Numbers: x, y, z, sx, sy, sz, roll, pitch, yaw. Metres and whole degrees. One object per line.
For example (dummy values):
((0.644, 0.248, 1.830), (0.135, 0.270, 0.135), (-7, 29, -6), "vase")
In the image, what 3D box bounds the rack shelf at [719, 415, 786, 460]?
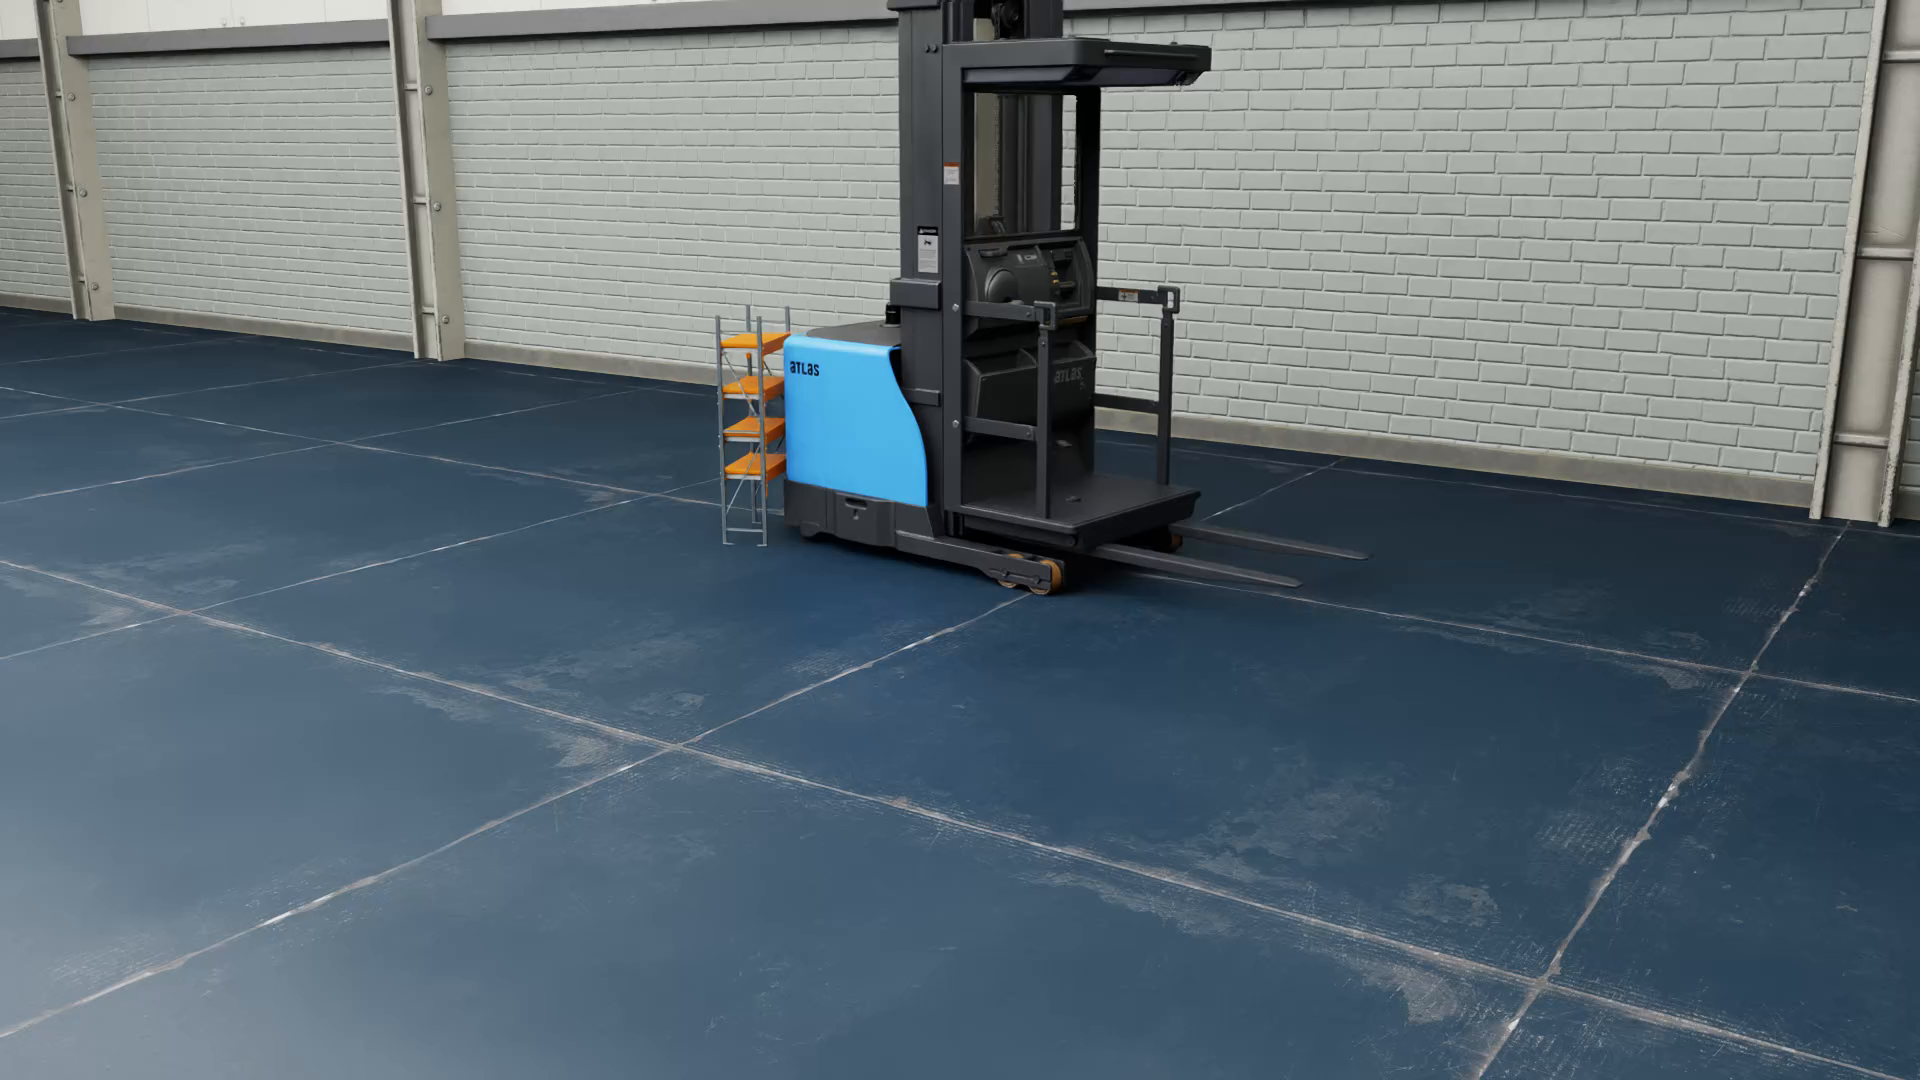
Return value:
((-1.076, -0.546, 8.812), (0.258, 0.148, 0.480), (3, 14, 11), "rack shelf")

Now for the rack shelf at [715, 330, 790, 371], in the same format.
((-1.076, -0.993, 8.702), (0.258, 0.148, 0.480), (3, 14, 11), "rack shelf")

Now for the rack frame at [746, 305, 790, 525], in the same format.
((-1.028, -0.669, 9.029), (0.240, 1.200, 0.015), (3, 14, 11), "rack frame")

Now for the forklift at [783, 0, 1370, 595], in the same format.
((0.508, -1.306, 8.000), (3.031, 2.935, 1.130), (12, 18, 39), "forklift")

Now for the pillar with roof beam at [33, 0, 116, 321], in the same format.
((-12.326, -6.052, 14.543), (0.400, 9.000, 9.100), (9, 17, 33), "pillar with roof beam")

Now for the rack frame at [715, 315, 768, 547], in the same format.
((-1.123, -0.554, 8.564), (0.240, 1.200, 0.015), (3, 14, 11), "rack frame")

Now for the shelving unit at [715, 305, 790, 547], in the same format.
((-1.076, -0.611, 8.796), (0.258, 1.200, 0.503), (3, 14, 11), "shelving unit")

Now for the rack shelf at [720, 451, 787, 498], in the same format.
((-1.076, -0.353, 8.860), (0.258, 0.148, 0.480), (3, 14, 11), "rack shelf")

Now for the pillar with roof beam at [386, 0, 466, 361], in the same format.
((-7.348, -5.247, 11.293), (0.400, 9.000, 9.100), (9, 17, 33), "pillar with roof beam")

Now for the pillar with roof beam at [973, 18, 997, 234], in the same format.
((-2.369, -4.443, 8.042), (0.400, 9.000, 9.100), (9, 17, 33), "pillar with roof beam")

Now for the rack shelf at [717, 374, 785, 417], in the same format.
((-1.076, -0.763, 8.759), (0.258, 0.148, 0.480), (3, 14, 11), "rack shelf")

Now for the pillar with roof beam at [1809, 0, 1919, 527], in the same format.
((2.609, -3.638, 4.792), (0.400, 9.000, 9.100), (9, 17, 33), "pillar with roof beam")
